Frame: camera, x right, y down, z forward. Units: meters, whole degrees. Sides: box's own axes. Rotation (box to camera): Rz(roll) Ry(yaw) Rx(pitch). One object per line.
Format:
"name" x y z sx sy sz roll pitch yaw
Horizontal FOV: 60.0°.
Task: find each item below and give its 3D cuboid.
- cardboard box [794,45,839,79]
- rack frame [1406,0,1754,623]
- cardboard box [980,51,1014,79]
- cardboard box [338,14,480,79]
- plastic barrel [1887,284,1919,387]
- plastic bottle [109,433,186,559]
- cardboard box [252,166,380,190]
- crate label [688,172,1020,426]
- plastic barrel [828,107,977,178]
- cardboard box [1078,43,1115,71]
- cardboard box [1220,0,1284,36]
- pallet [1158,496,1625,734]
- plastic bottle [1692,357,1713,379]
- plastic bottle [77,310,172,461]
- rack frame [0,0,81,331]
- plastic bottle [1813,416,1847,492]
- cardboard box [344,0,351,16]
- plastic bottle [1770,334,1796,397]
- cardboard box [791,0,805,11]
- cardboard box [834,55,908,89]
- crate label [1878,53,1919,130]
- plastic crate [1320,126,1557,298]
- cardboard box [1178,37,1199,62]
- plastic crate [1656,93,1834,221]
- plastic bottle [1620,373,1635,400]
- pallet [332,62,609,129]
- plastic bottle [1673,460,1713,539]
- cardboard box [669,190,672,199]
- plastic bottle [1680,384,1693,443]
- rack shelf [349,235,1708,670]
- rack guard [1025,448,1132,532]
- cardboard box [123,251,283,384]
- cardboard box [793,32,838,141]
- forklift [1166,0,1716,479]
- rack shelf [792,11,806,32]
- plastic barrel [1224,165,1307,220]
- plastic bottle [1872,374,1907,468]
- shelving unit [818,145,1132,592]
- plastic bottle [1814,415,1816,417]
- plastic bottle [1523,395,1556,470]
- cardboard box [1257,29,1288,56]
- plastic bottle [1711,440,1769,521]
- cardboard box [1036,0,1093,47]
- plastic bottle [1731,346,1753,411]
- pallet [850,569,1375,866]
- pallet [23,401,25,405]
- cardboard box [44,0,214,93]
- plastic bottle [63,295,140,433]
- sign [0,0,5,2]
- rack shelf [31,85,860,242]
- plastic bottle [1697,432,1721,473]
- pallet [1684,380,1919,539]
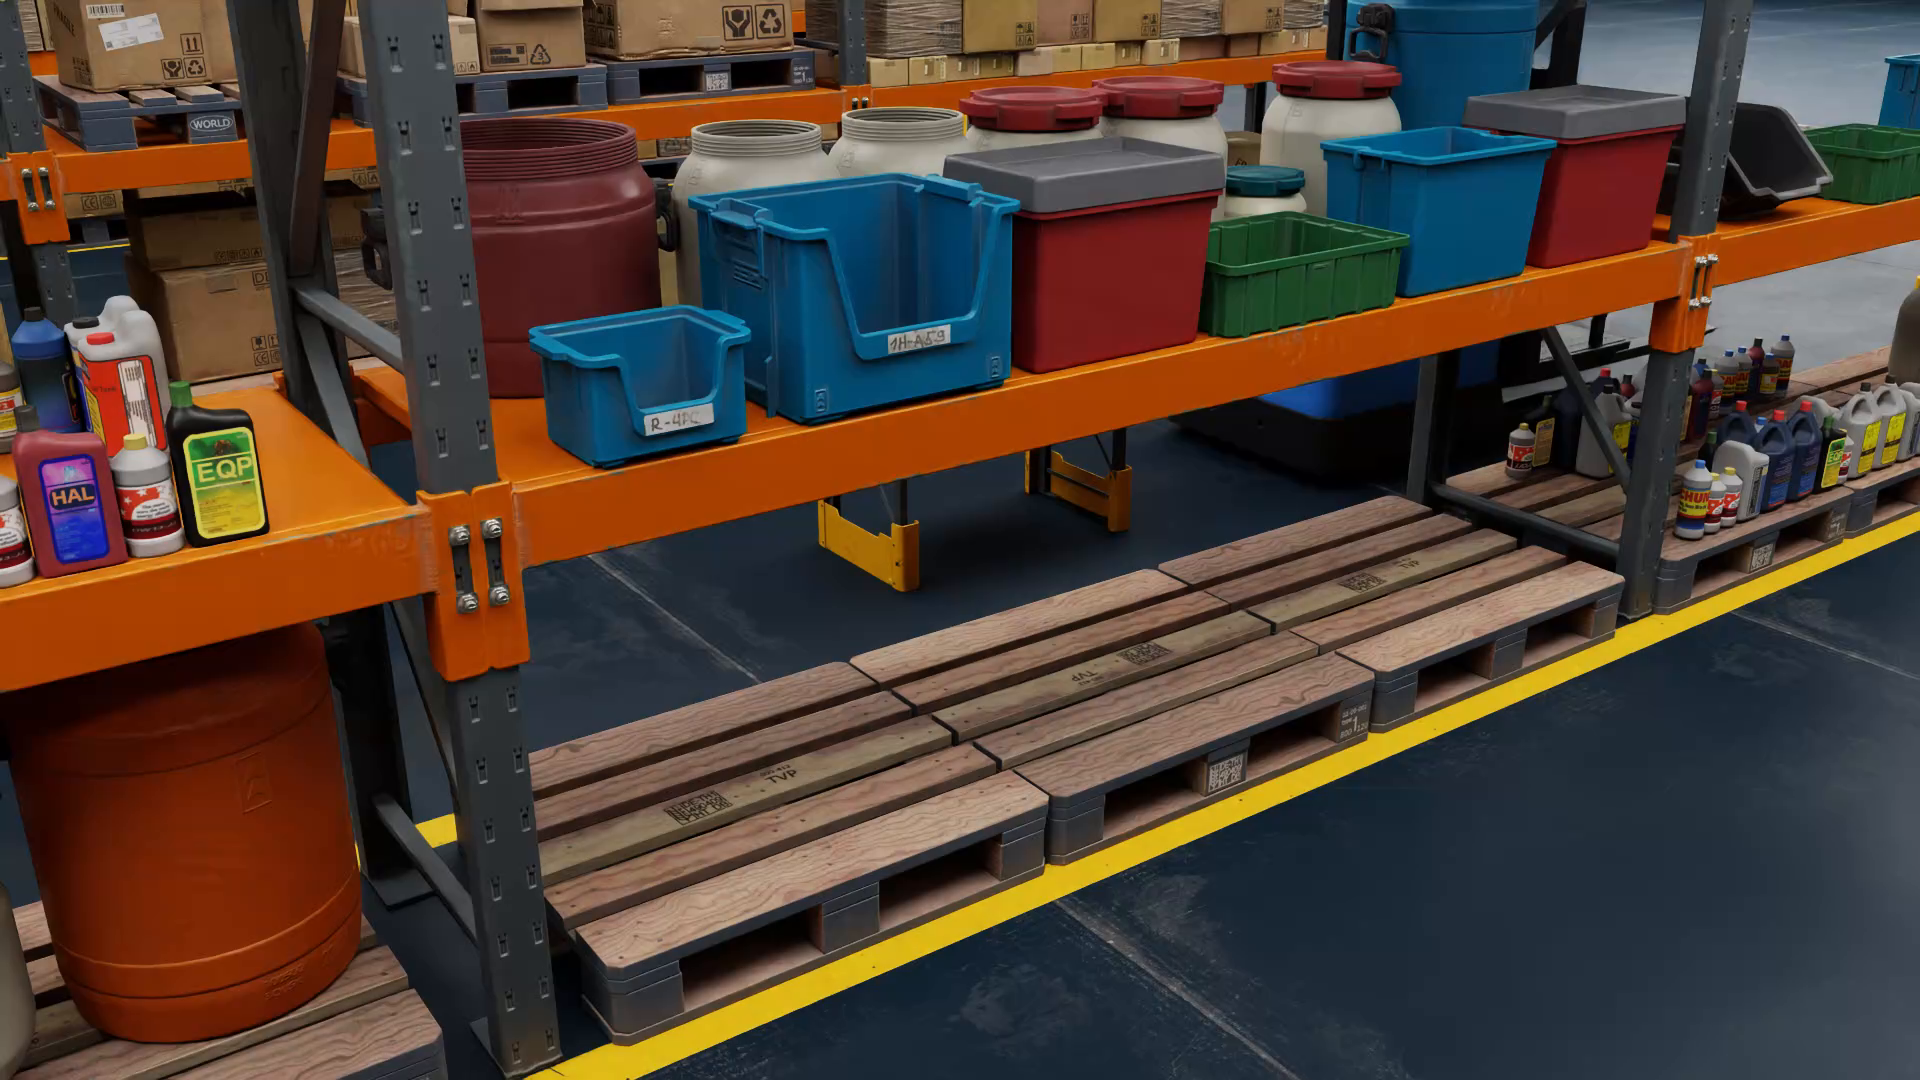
"cardboard box" -0.840 -2.782 9.659 0.250 0.149 0.380 -15 26 -33
"rack frame" 2.050 -1.273 5.540 0.127 3.000 1.000 -15 26 -33
"cardboard box" 0.102 -2.772 9.636 0.250 0.149 0.380 -15 26 -33
"cardboard box" -2.595 -2.317 7.790 0.500 0.250 0.500 -16 27 -34
"plastic barrel" 4.400 -0.905 7.407 0.421 0.512 0.421 0 22 0
"plastic bottle" -1.381 -0.080 2.817 0.097 0.201 0.097 0 22 0
"cardboard box" -4.894 -3.059 12.483 0.750 0.750 1.050 -15 26 -33
"crate label" -0.233 -0.558 3.699 0.616 0.435 0.502 -15 26 -33
"plastic barrel" -0.145 -0.838 4.297 0.421 0.512 0.421 0 22 0
"cardboard box" 0.717 -2.931 10.034 0.250 0.149 0.380 -15 26 -33
"cardboard box" 1.606 -3.559 10.731 0.500 0.500 0.875 -15 26 -33
"pallet" 1.435 0.203 5.602 1.213 0.211 1.003 -15 26 -33
"plastic bottle" 3.119 -0.638 7.035 0.097 0.271 0.097 0 22 0
"plastic bottle" -1.648 -0.308 3.288 0.135 0.276 0.152 -15 26 -33
"rack frame" -4.090 -1.898 7.105 0.127 3.000 1.000 -15 26 -33
"plastic bottle" 3.259 -0.330 6.247 0.133 0.283 0.061 -14 25 -31
"cardboard box" -4.745 -3.912 12.017 0.500 0.500 0.500 -15 26 -32
"plastic bottle" 3.643 -0.778 7.385 0.097 0.271 0.097 0 22 0
"cardboard box" -1.647 -4.910 14.451 0.550 0.550 0.875 -15 26 -33
"cardboard box" -0.492 -2.603 9.211 0.250 0.149 0.380 -15 26 -33
"crate label" 3.961 -1.676 6.501 0.616 0.435 0.502 -15 26 -33
"plastic crate" 1.336 -0.934 4.710 0.575 0.384 0.392 -15 26 -33
"cardboard box" 1.288 -3.113 10.490 0.250 0.149 0.380 -15 26 -33
"plastic crate" 2.549 -1.320 5.740 0.504 0.338 0.767 -15 26 -33
"plastic bottle" 2.668 -0.531 6.752 0.133 0.283 0.061 -13 25 -29
"pallet" -2.507 -2.249 8.245 1.213 0.211 1.003 -15 26 -33
"plastic bottle" 2.565 -0.148 5.807 0.097 0.271 0.097 0 22 0
"cardboard box" -1.354 -1.680 9.339 0.500 0.500 0.700 -17 28 -37
"plastic bottle" 2.903 -0.528 6.745 0.133 0.283 0.061 -15 26 -33
"rack shelf" 0.426 -0.506 4.589 4.000 0.370 1.077 -15 26 -33
"rack guard" 0.466 -0.240 6.662 0.087 0.250 0.587 -15 26 -33
"cardboard box" -3.557 -1.092 7.865 0.500 0.500 0.700 -17 27 -36
"cardboard box" -1.635 -3.994 14.658 0.875 0.875 0.875 -15 26 -34
"forklift" 2.439 -2.025 7.517 3.031 2.935 1.130 -14 26 -32
"rack shelf" -2.034 -4.376 14.287 4.000 0.370 1.077 -15 26 -33
"plastic barrel" 0.886 -0.969 4.963 0.301 0.262 0.301 0 22 0
"plastic bottle" 3.597 -0.470 6.508 0.185 0.351 0.144 -14 26 -31
"shelving unit" 0.062 -0.713 6.160 1.083 1.500 0.587 -15 26 -33
"plastic bottle" 3.198 -0.344 6.300 0.097 0.271 0.097 0 22 0
"plastic bottle" 2.248 -0.419 6.472 0.133 0.283 0.061 -13 25 -30
"cardboard box" 1.917 -3.265 10.871 0.250 0.149 0.380 -15 26 -33
"plastic bottle" 2.811 -0.228 6.002 0.135 0.276 0.152 -14 26 -31
"cardboard box" 0.332 -3.263 9.990 0.500 0.500 0.875 -15 26 -33
"plastic bottle" 3.365 -0.703 7.199 0.097 0.271 0.097 0 22 0
"pallet" 0.444 0.469 4.936 1.213 0.211 1.003 -15 26 -33
"pallet" -4.774 -0.454 7.250 1.213 0.211 1.003 -15 26 -33
"cardboard box" -3.675 -2.268 7.331 0.500 0.500 0.500 -19 29 -39
"plastic bottle" -1.737 -0.353 3.402 0.135 0.276 0.152 -15 26 -33
"sign" -3.763 -2.269 6.473 0.005 0.325 0.100 -15 26 -33
"rack shelf" -2.466 -1.996 8.323 4.000 0.370 1.077 -15 26 -33
"plastic bottle" 2.748 -0.263 6.080 0.133 0.283 0.061 -15 26 -33
"pallet" 3.611 -0.377 7.055 1.213 0.211 1.003 -15 26 -33
